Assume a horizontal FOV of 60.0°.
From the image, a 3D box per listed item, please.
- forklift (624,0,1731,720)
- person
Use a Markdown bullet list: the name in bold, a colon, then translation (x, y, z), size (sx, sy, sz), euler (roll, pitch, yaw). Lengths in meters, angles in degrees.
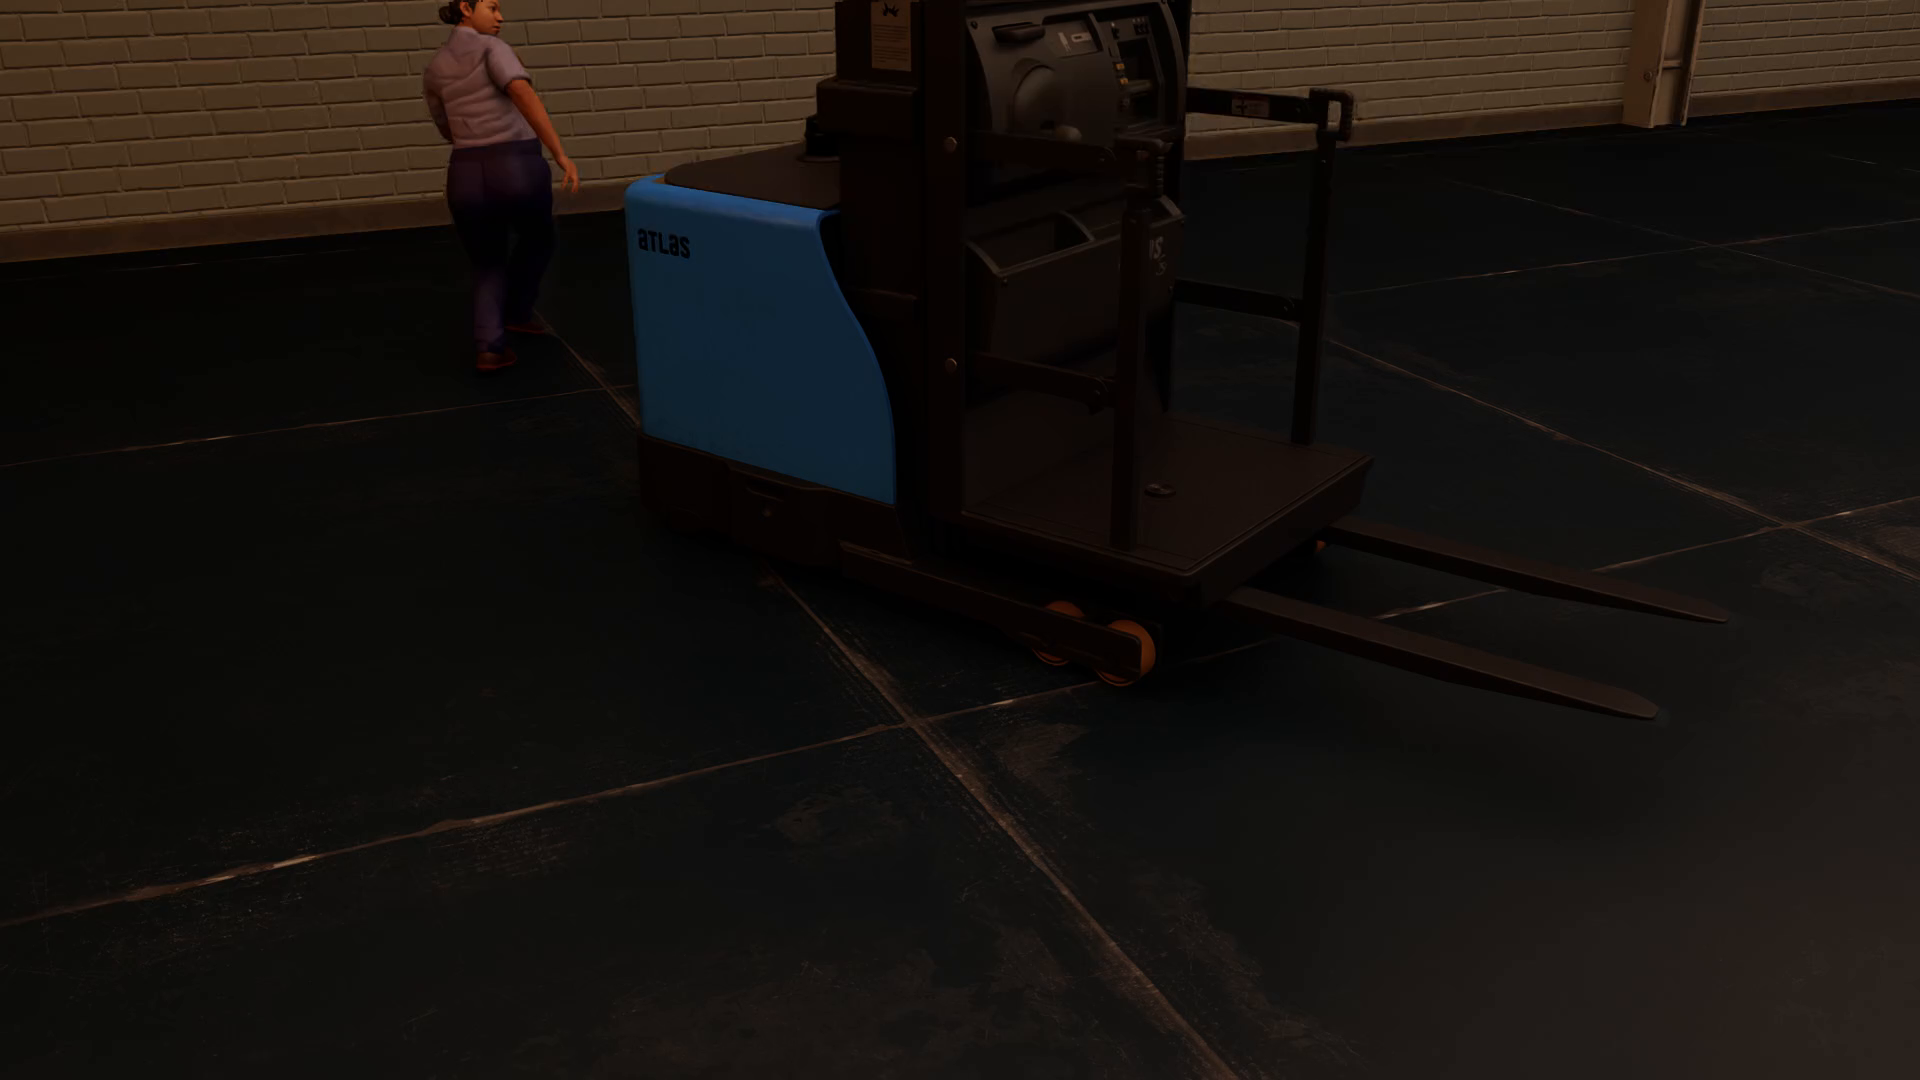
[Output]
- **forklift**: translation (0.488, -1.213, 4.206), size (3.031, 2.935, 1.130), euler (16, 27, 34)
- **person**: translation (-1.775, -1.476, 6.721), size (0.714, 1.504, 0.747), euler (3, 23, 8)
